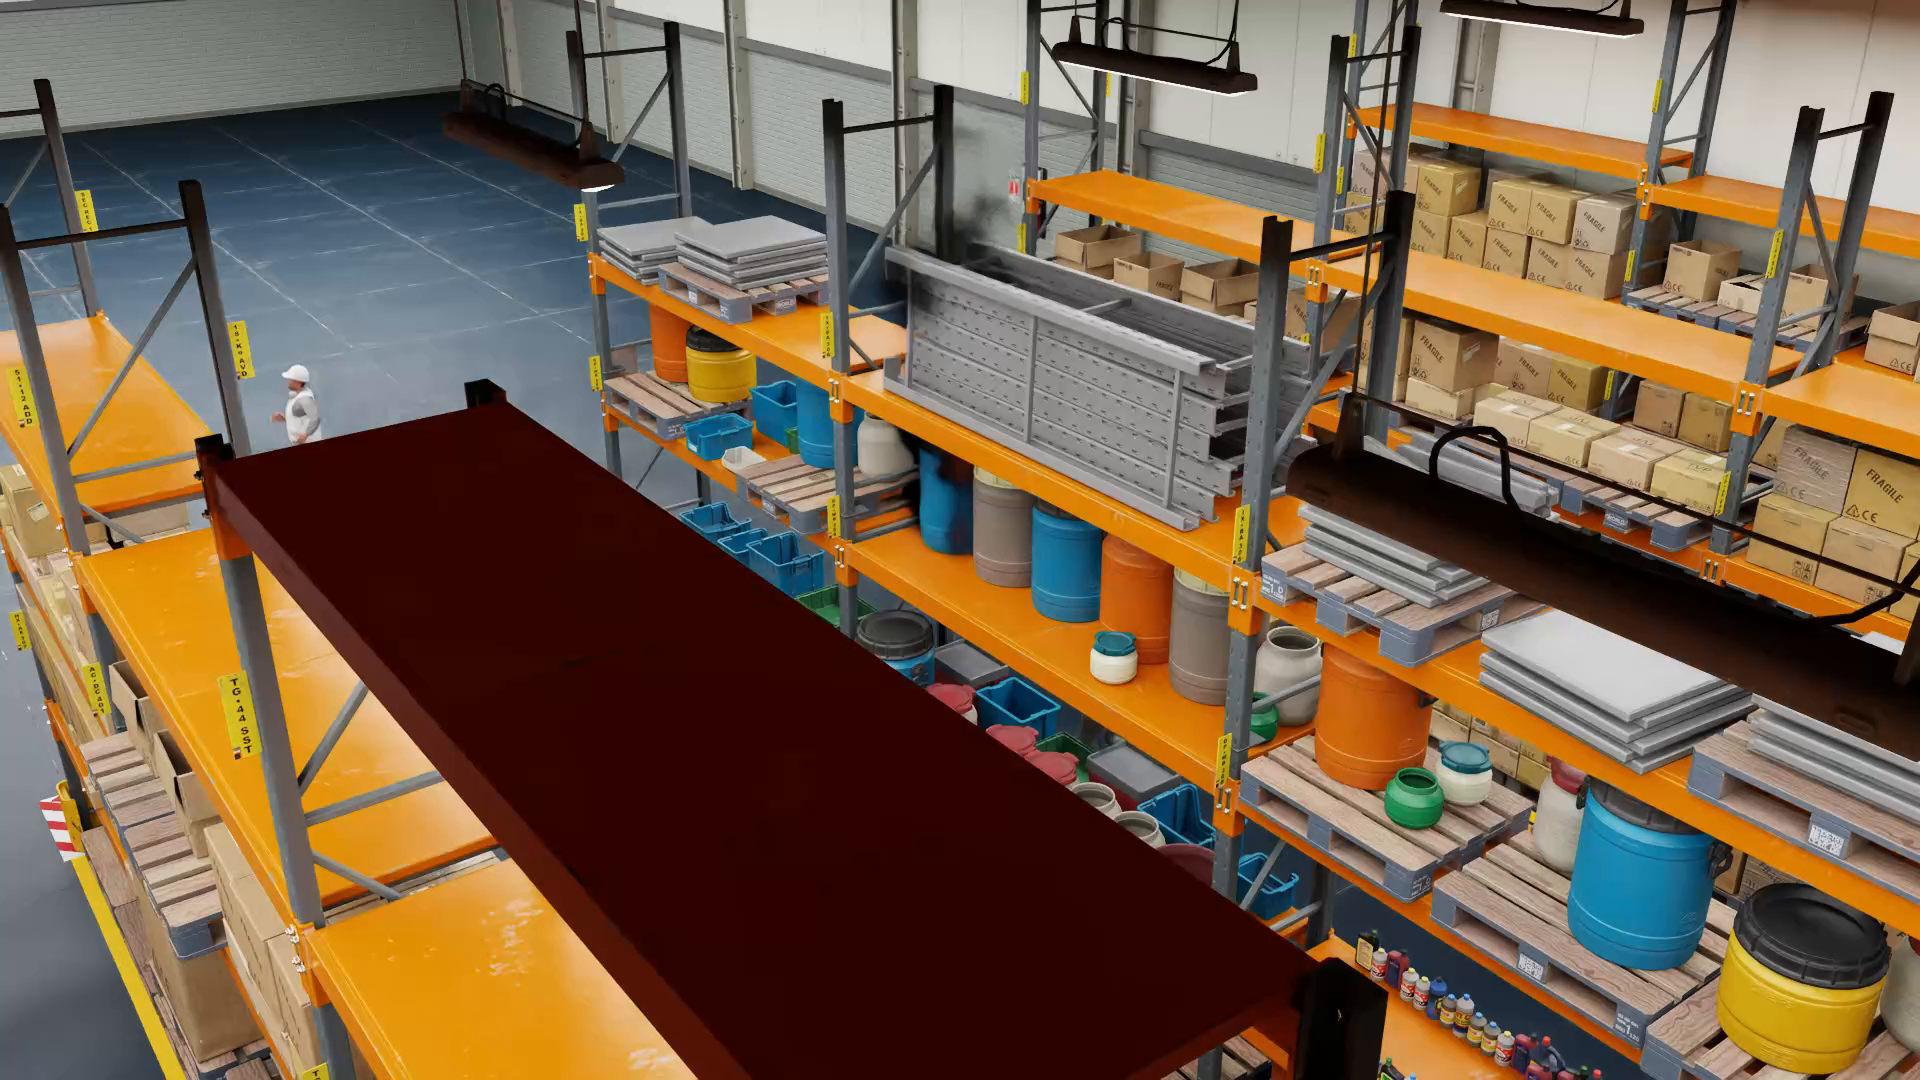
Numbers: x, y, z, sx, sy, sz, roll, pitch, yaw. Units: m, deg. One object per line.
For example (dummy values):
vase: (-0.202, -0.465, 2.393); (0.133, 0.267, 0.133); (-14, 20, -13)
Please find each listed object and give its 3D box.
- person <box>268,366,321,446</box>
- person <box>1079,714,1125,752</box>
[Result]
person: (-7.742, -1.194, 19.475); (0.622, 1.737, 0.638); (-7, 26, -14)
person: (1.254, 1.382, 13.829); (0.579, 1.692, 0.851); (-20, 31, -36)
